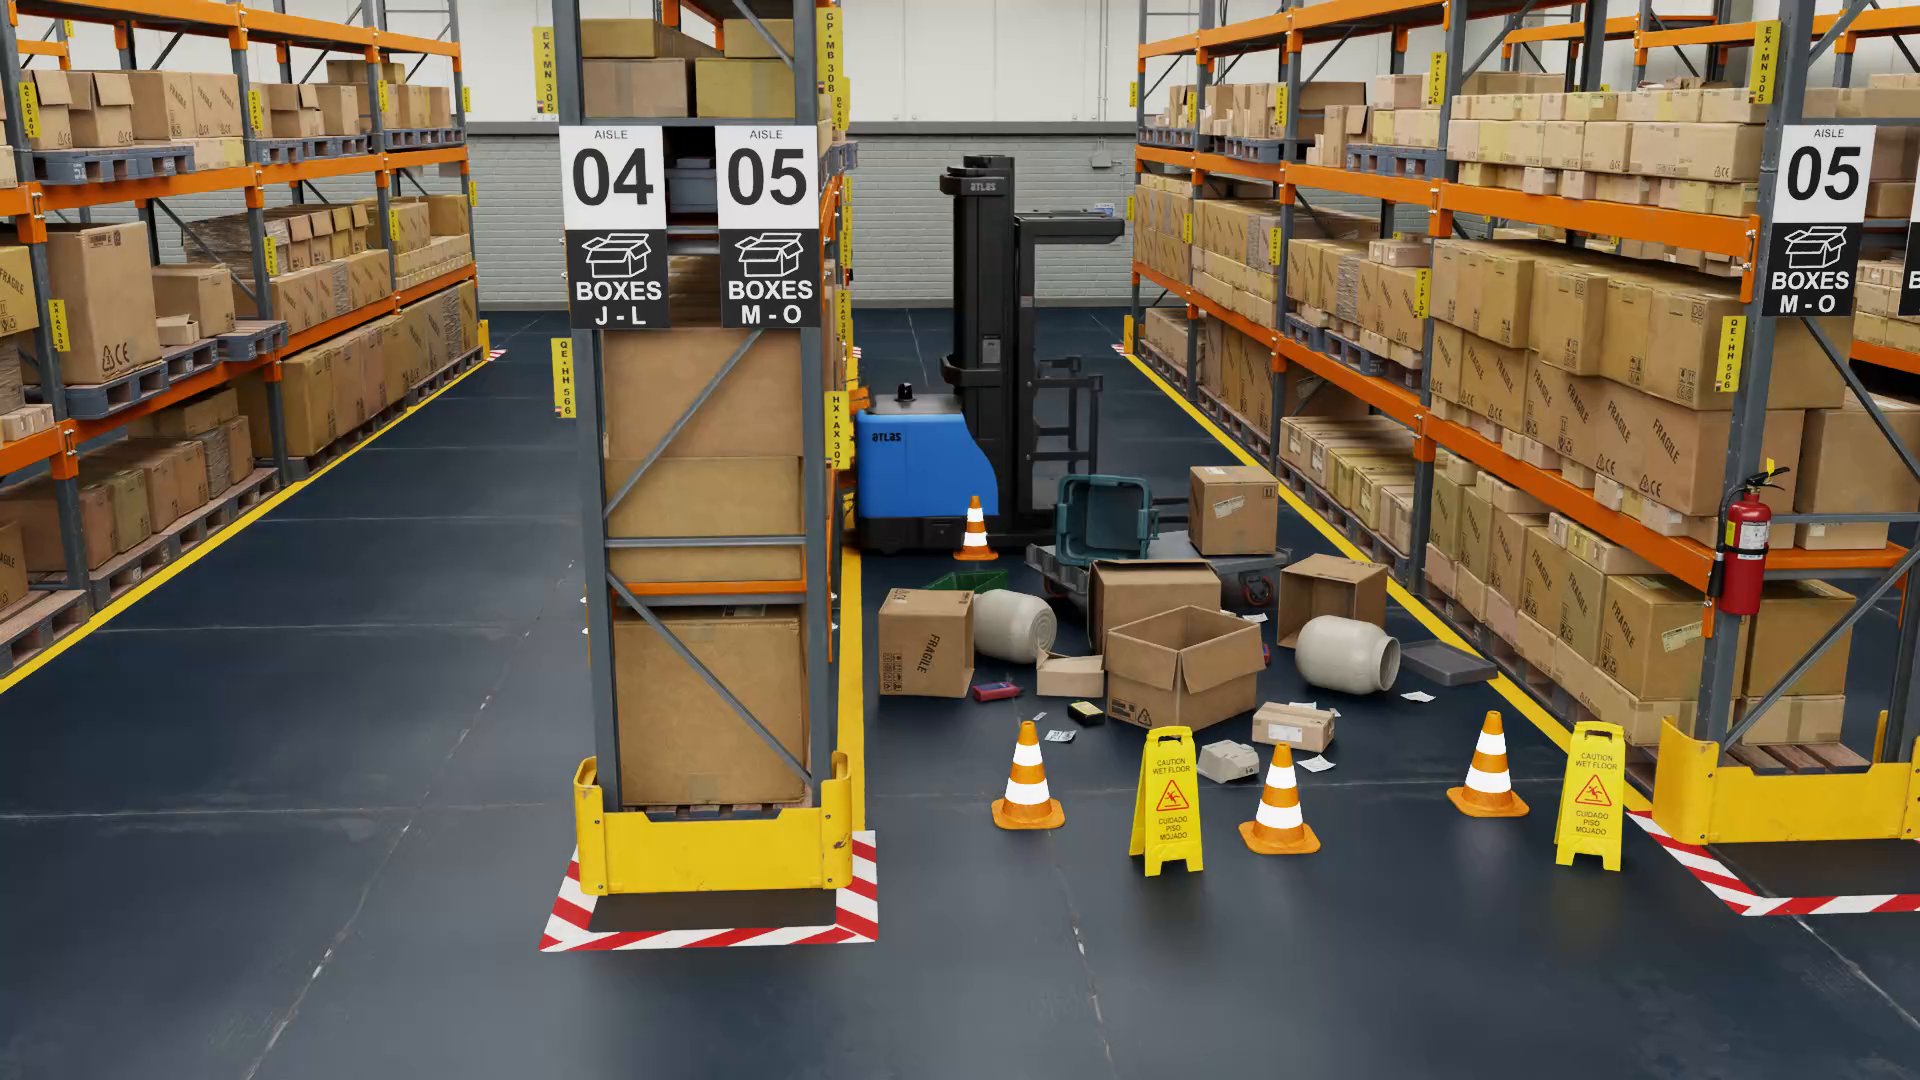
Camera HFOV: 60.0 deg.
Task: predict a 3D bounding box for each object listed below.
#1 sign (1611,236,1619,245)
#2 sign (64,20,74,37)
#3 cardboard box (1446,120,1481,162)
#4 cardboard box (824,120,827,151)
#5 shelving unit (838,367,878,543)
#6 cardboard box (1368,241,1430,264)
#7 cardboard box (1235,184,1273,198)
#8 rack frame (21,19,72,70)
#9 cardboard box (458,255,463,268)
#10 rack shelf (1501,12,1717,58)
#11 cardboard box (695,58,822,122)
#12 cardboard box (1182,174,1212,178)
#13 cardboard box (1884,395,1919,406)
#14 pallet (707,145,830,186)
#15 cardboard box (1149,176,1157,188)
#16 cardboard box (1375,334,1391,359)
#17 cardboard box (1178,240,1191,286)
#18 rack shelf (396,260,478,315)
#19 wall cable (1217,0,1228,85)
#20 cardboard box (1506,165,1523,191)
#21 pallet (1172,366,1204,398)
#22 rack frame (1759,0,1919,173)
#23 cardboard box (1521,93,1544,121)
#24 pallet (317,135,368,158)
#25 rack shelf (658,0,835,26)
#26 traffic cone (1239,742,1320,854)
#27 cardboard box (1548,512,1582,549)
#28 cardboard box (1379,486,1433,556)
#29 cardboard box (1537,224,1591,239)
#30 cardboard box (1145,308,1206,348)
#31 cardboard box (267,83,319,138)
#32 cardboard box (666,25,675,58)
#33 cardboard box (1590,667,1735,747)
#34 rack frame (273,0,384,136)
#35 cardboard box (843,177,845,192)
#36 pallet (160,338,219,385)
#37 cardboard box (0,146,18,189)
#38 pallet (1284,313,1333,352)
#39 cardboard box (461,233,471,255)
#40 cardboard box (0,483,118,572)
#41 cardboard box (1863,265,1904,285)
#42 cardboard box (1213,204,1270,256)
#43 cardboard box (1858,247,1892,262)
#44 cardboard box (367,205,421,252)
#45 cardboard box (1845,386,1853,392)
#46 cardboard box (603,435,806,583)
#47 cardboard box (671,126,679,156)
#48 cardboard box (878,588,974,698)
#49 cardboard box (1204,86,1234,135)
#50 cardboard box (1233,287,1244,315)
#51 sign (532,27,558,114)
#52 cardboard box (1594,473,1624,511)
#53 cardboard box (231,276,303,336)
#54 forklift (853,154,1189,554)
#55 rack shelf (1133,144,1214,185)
[{"bbox_3d":[7.542,-3.561,19.110,0.100,0.325,0.005,-1,14,-3],"label":"sign"},{"bbox_3d":[-11.405,-6.602,21.272,0.100,0.325,0.005,-1,14,-3],"label":"sign"},{"bbox_3d":[3.379,-2.495,10.389,0.500,0.250,0.500,-1,14,-5],"label":"cardboard box"},{"bbox_3d":[-0.825,-1.913,7.882,0.380,0.149,0.250,-1,14,-3],"label":"cardboard box"},{"bbox_3d":[-0.849,-0.690,13.105,0.538,1.125,1.048,-13,15,-4],"label":"shelving unit"},{"bbox_3d":[3.275,-2.145,12.402,0.380,0.149,0.250,-2,15,-6],"label":"cardboard box"},{"bbox_3d":[3.369,-4.004,19.059,0.380,0.149,0.250,-1,14,-4],"label":"cardboard box"},{"bbox_3d":[-11.953,-6.745,21.183,1.000,3.000,0.127,-1,14,-3],"label":"rack frame"},{"bbox_3d":[-6.626,-3.584,21.440,0.380,0.149,0.250,-1,14,-3],"label":"cardboard box"},{"bbox_3d":[7.960,-6.205,20.533,1.077,0.370,4.000,-1,14,-3],"label":"rack shelf"},{"bbox_3d":[-0.835,-1.888,6.987,0.500,0.250,0.500,-1,14,-4],"label":"cardboard box"},{"bbox_3d":[3.144,-4.767,22.026,0.380,0.149,0.250,-1,14,-2],"label":"cardboard box"},{"bbox_3d":[8.405,-0.893,14.400,0.875,0.625,0.625,0,14,-2],"label":"cardboard box"},{"bbox_3d":[-1.269,-2.189,9.674,1.003,0.211,1.213,-1,14,-3],"label":"pallet"},{"bbox_3d":[2.651,-4.628,21.484,0.380,0.149,0.250,-1,14,-5],"label":"cardboard box"},{"bbox_3d":[3.267,-1.420,12.186,0.380,0.149,0.250,-1,14,-4],"label":"cardboard box"},{"bbox_3d":[2.846,-3.234,19.377,0.500,0.500,0.500,-1,14,-3],"label":"cardboard box"},{"bbox_3d":[-6.885,-3.071,20.384,1.077,0.370,4.000,-1,14,-3],"label":"rack shelf"},{"bbox_3d":[5.782,-8.448,27.725,2.988,3.039,0.133,-1,14,-3],"label":"wall cable"},{"bbox_3d":[3.462,-2.146,9.831,0.380,0.149,0.250,0,14,-2],"label":"cardboard box"},{"bbox_3d":[3.161,-1.914,20.043,1.003,0.211,1.213,-1,14,-3],"label":"pallet"},{"bbox_3d":[3.873,-2.995,6.609,1.000,3.000,0.127,-1,14,-3],"label":"rack frame"},{"bbox_3d":[3.427,-2.462,9.460,0.380,0.149,0.250,-1,14,-5],"label":"cardboard box"},{"bbox_3d":[-6.655,-4.054,17.128,0.805,0.209,1.217,-1,15,-6],"label":"pallet"},{"bbox_3d":[-1.185,-2.849,8.287,1.077,0.370,4.000,-1,14,-3],"label":"rack shelf"},{"bbox_3d":[1.472,1.153,7.616,0.336,0.463,0.334,-1,14,-3],"label":"traffic cone"},{"bbox_3d":[3.446,-0.053,9.080,0.380,0.149,0.250,0,14,-1],"label":"cardboard box"},{"bbox_3d":[3.590,-0.146,12.005,0.950,0.372,0.625,-1,14,-3],"label":"cardboard box"},{"bbox_3d":[7.688,-4.091,21.107,0.500,0.500,0.500,-1,14,-2],"label":"cardboard box"},{"bbox_3d":[3.022,-2.869,22.457,0.875,0.438,0.875,-1,14,-5],"label":"cardboard box"},{"bbox_3d":[-6.661,-4.141,16.029,0.797,0.503,0.637,-1,14,-4],"label":"cardboard box"},{"bbox_3d":[-1.451,-2.162,7.250,0.380,0.149,0.250,-1,14,-3],"label":"cardboard box"},{"bbox_3d":[3.553,0.835,8.436,0.500,0.250,0.500,-1,14,-4],"label":"cardboard box"},{"bbox_3d":[-6.761,-5.827,17.614,1.000,3.000,0.127,-1,14,-3],"label":"rack frame"},{"bbox_3d":[-1.703,-4.279,20.834,0.500,0.500,0.500,0,14,-1],"label":"cardboard box"},{"bbox_3d":[-6.350,-1.342,12.608,1.003,0.211,1.213,-1,14,-3],"label":"pallet"},{"bbox_3d":[-5.977,-2.203,9.849,0.500,0.250,0.500,0,14,-1],"label":"cardboard box"},{"bbox_3d":[3.528,-1.811,14.431,1.213,0.211,1.003,-1,14,-3],"label":"pallet"},{"bbox_3d":[-6.714,-3.871,21.757,0.500,0.250,0.500,-1,14,-4],"label":"cardboard box"},{"bbox_3d":[-6.282,-0.087,11.480,0.700,0.500,0.500,-2,15,-8],"label":"cardboard box"},{"bbox_3d":[8.116,-2.306,14.467,0.380,0.149,0.250,0,14,-2],"label":"cardboard box"},{"bbox_3d":[2.958,-3.242,17.401,0.500,0.500,0.500,-1,14,-5],"label":"cardboard box"},{"bbox_3d":[8.455,-2.539,15.833,0.500,0.500,0.500,0,14,-1],"label":"cardboard box"},{"bbox_3d":[-6.559,-3.602,19.204,0.500,0.500,0.500,-1,14,-3],"label":"cardboard box"},{"bbox_3d":[4.085,-0.533,8.282,0.500,0.500,0.500,0,14,-2],"label":"cardboard box"},{"bbox_3d":[-1.129,-0.153,7.299,0.875,0.550,0.550,-1,14,-3],"label":"cardboard box"},{"bbox_3d":[-1.451,-1.775,7.348,0.380,0.149,0.250,-1,14,-3],"label":"cardboard box"},{"bbox_3d":[-0.189,0.596,9.701,0.500,0.500,0.500,2,15,6],"label":"cardboard box"},{"bbox_3d":[2.895,-4.555,17.648,0.500,0.500,0.500,-1,14,-4],"label":"cardboard box"},{"bbox_3d":[3.024,-2.381,16.562,0.500,0.250,0.500,-1,14,-4],"label":"cardboard box"},{"bbox_3d":[-1.604,-1.827,6.469,0.100,0.325,0.005,-1,14,-3],"label":"sign"},{"bbox_3d":[3.469,-0.247,8.471,0.380,0.149,0.250,-1,14,-2],"label":"cardboard box"},{"bbox_3d":[-6.272,-2.100,14.969,0.500,0.500,0.500,0,14,-2],"label":"cardboard box"},{"bbox_3d":[0.690,-1.446,12.763,3.031,2.935,1.130,-1,14,-5],"label":"forklift"},{"bbox_3d":[3.006,-4.676,20.605,1.077,0.370,4.000,-1,14,-3],"label":"rack shelf"}]
